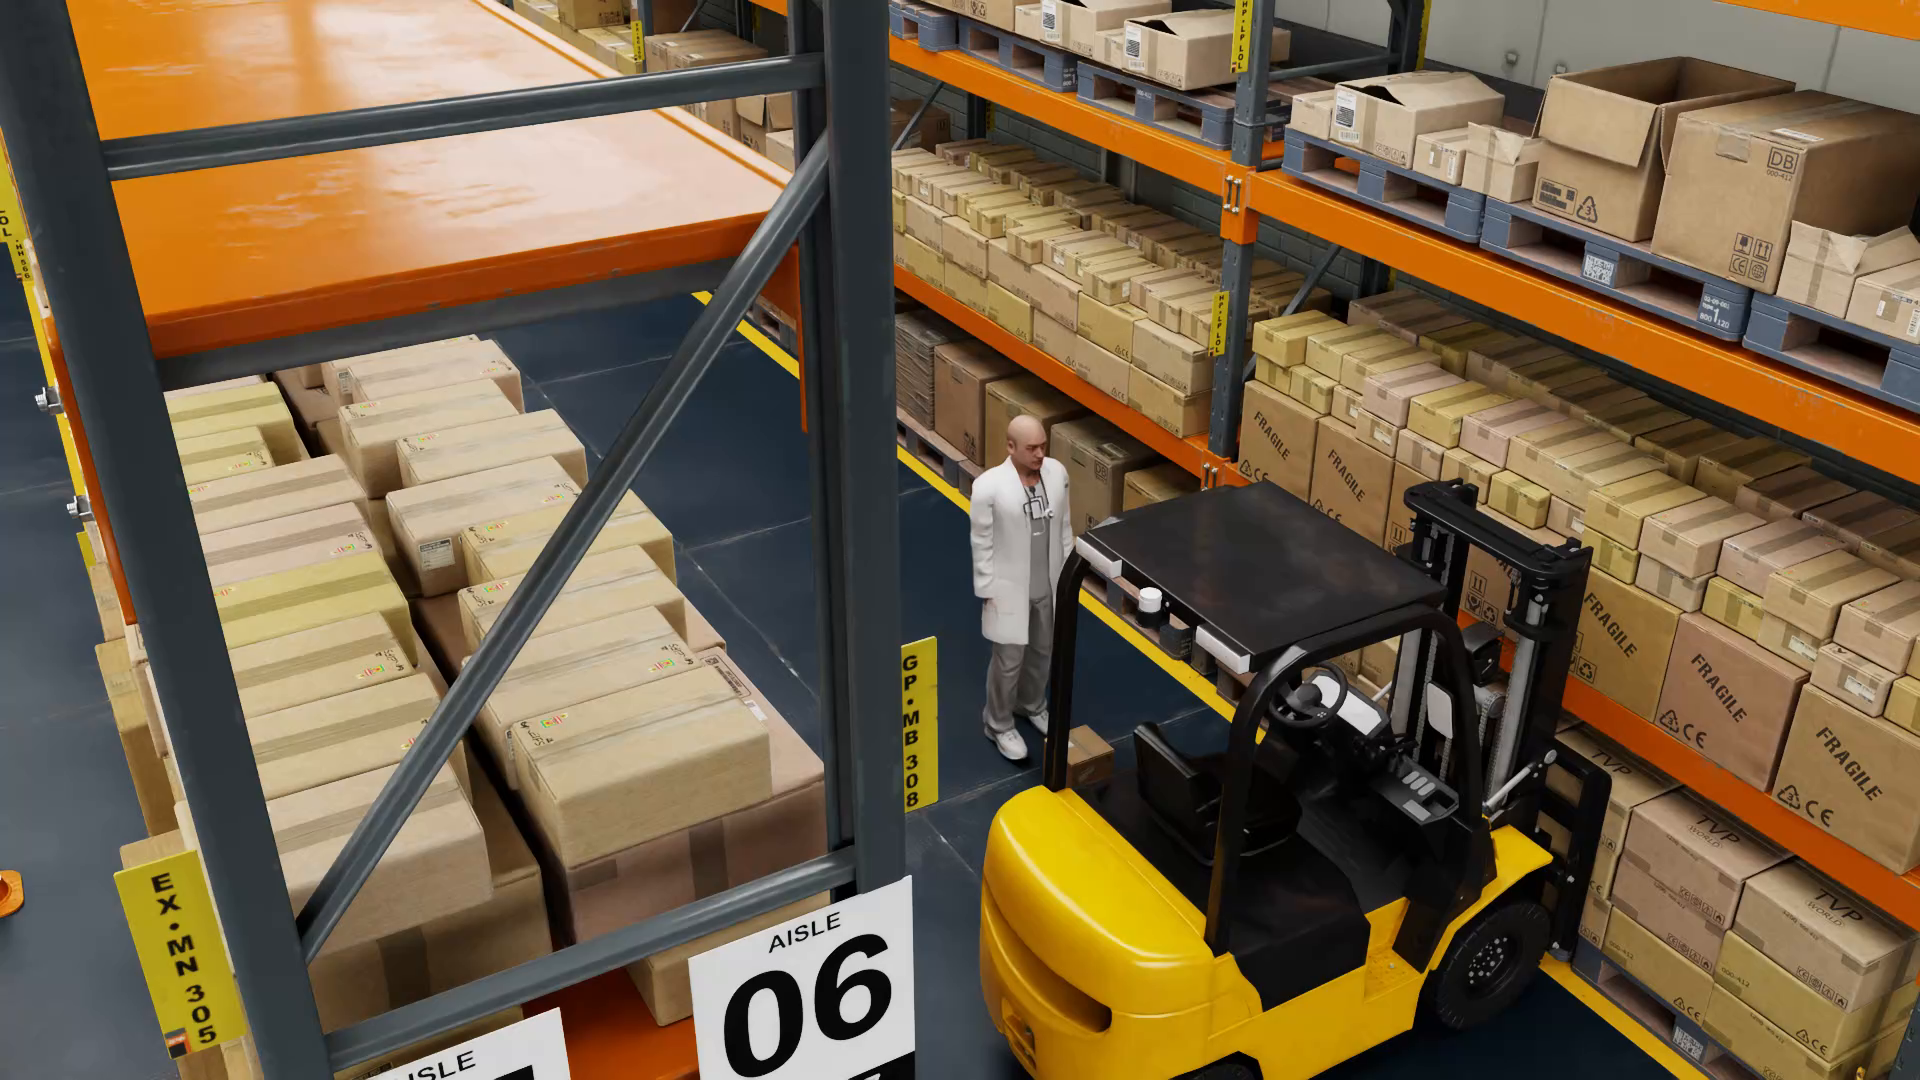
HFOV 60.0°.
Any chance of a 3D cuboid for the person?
[{"bbox_3d":[0.332,0.235,8.180,0.563,1.804,0.466,-15,32,-25],"label":"person"}]
